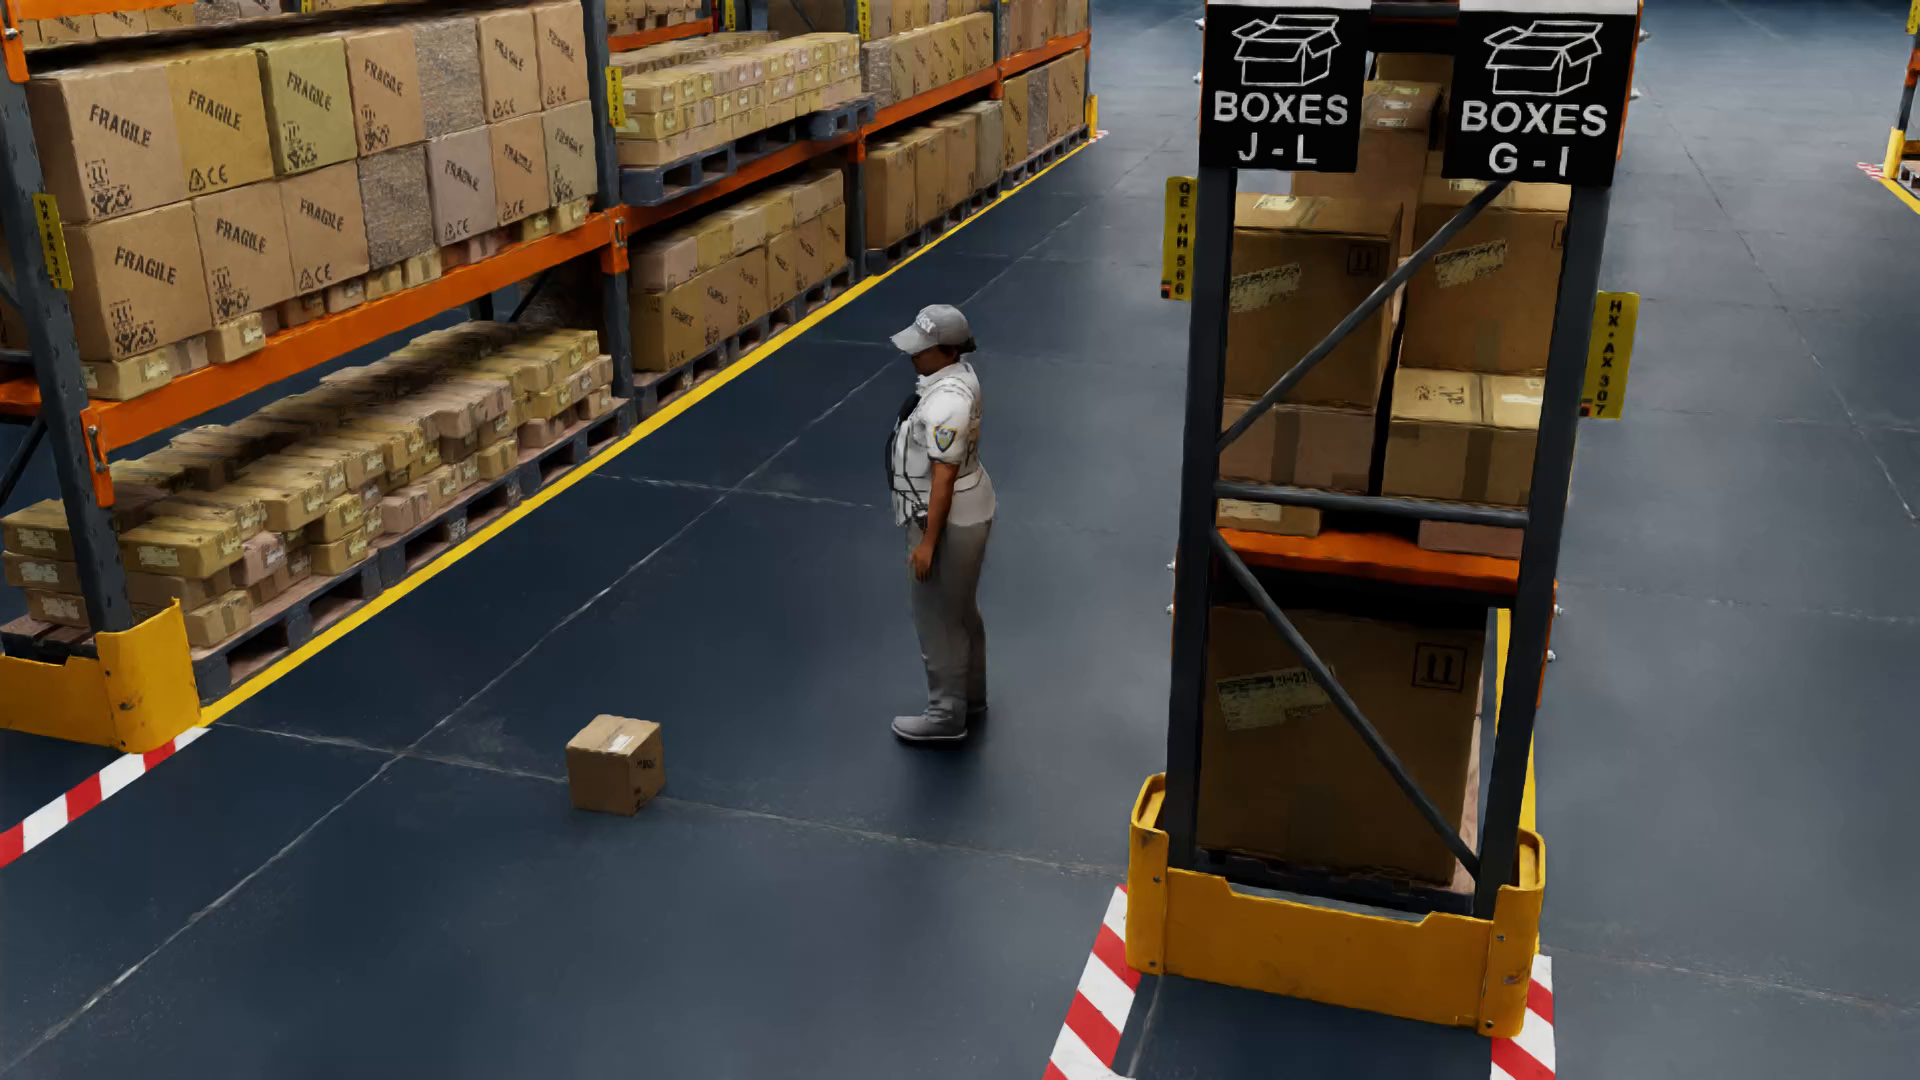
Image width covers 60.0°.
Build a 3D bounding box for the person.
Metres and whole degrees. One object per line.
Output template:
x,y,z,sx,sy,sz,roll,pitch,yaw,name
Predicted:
-0.057,-0.060,6.177,0.386,1.675,0.564,3,22,7,person
